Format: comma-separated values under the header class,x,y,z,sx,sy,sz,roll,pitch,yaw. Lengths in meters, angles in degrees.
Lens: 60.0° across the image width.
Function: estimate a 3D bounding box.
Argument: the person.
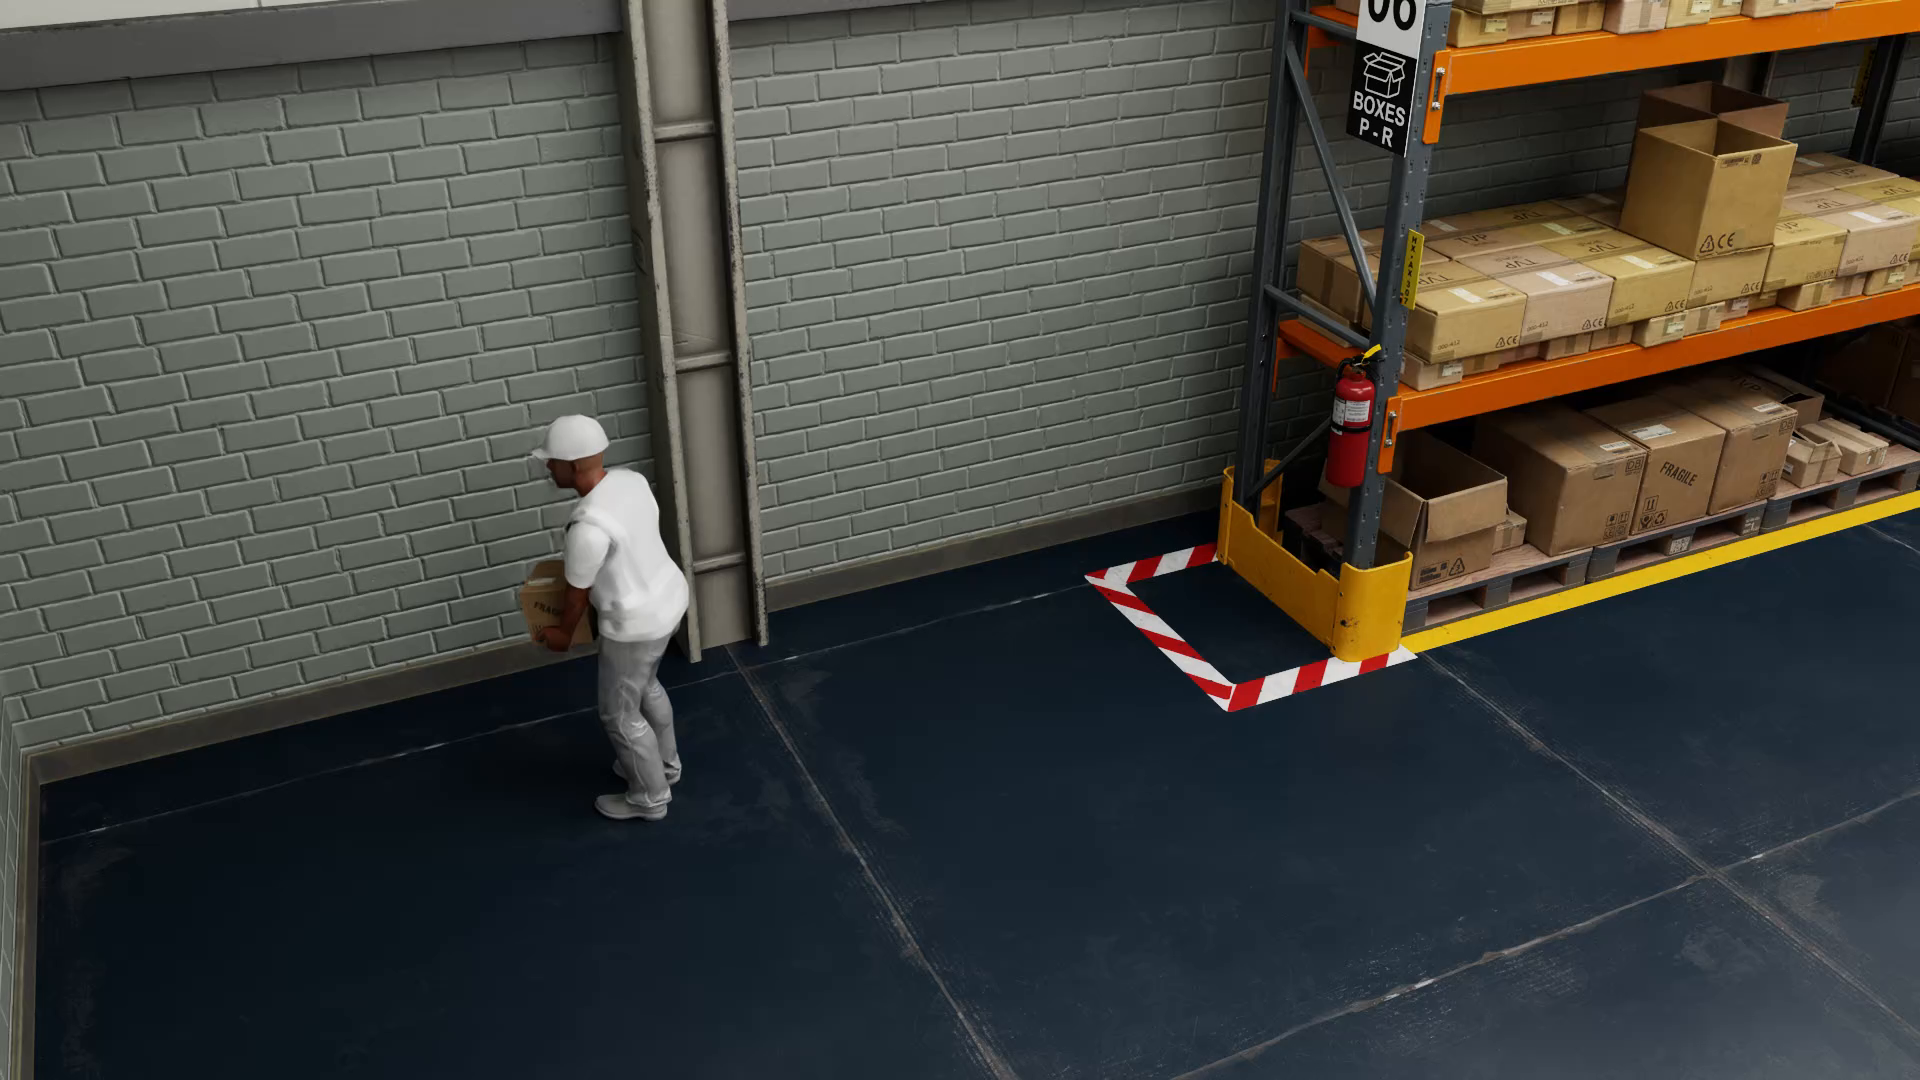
class,x,y,z,sx,sy,sz,roll,pitch,yaw
person,-1.389,0.306,6.587,0.597,1.736,0.500,6,30,11
